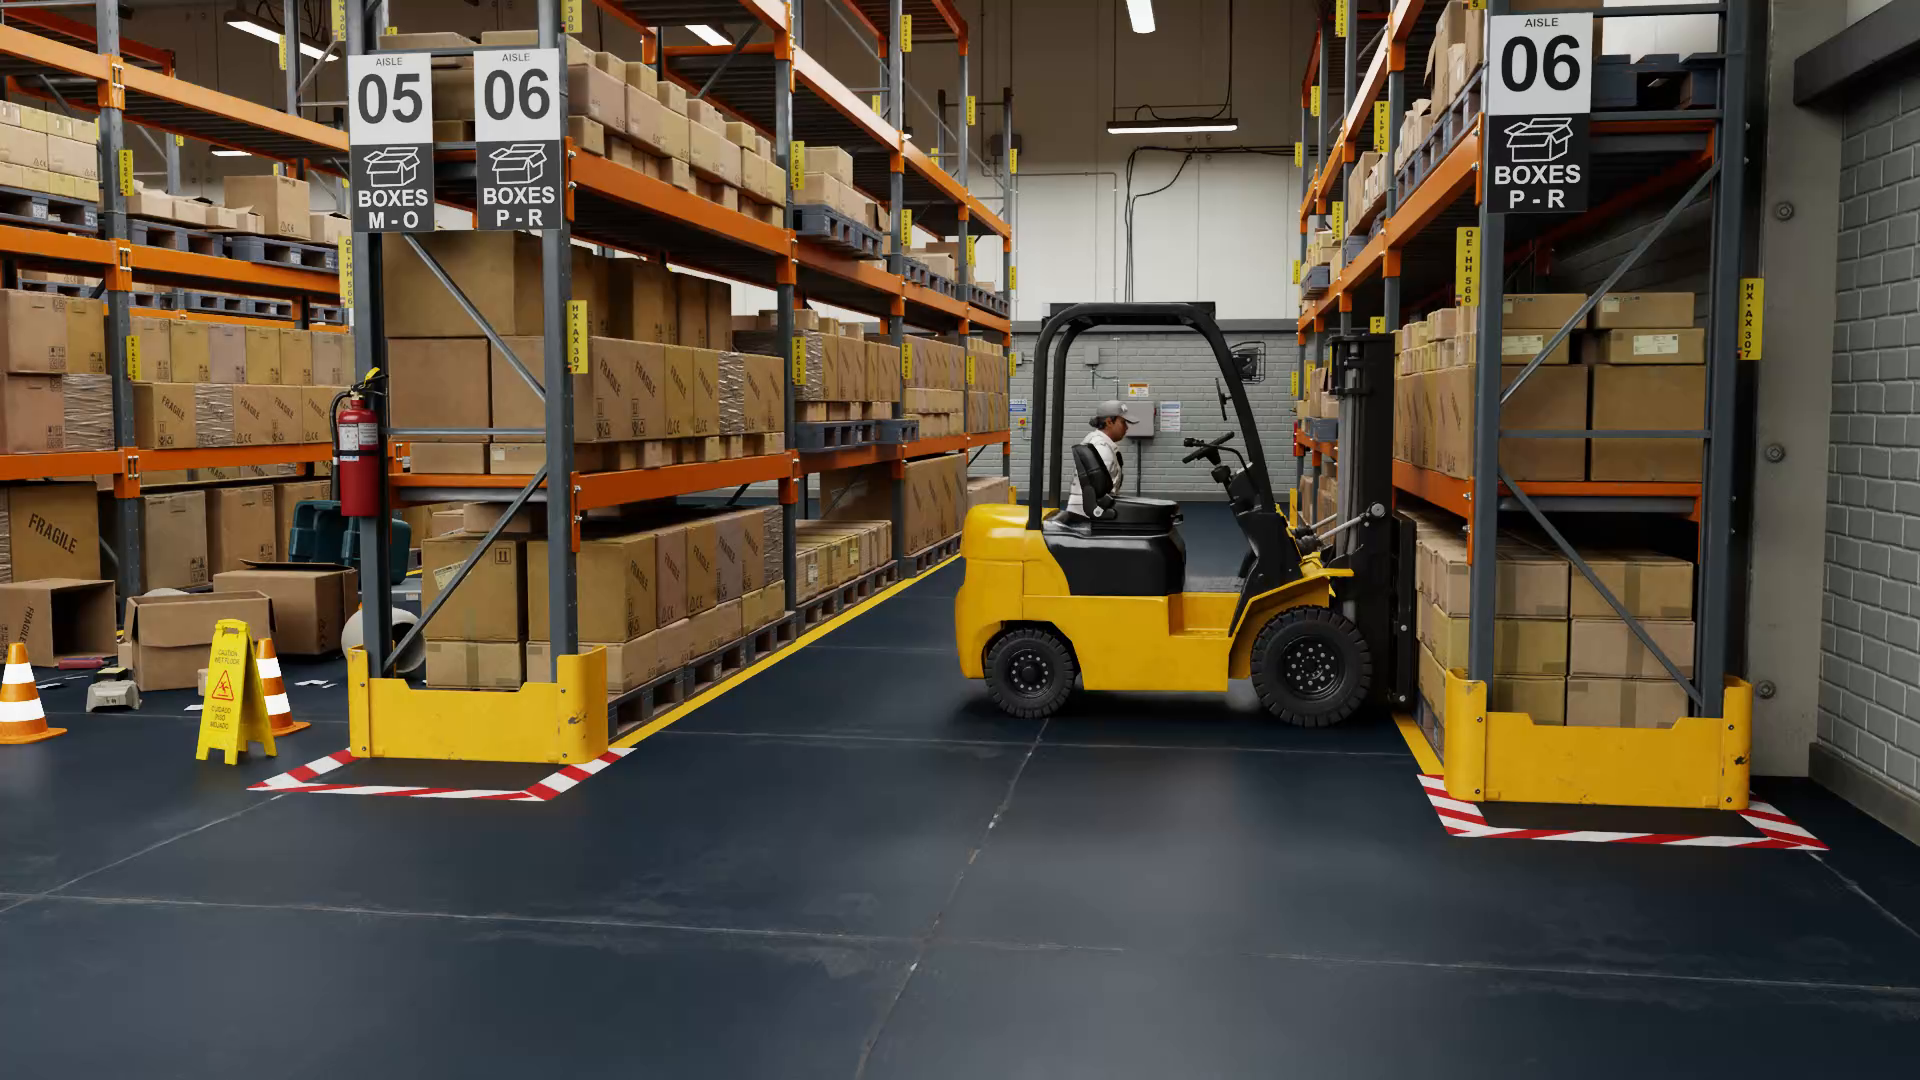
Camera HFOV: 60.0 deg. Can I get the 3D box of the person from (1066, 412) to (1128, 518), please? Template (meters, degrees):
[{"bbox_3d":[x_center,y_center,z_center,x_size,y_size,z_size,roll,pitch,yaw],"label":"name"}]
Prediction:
[{"bbox_3d":[0.878,-0.052,10.686,0.396,1.637,0.553,1,5,7],"label":"person"}]
